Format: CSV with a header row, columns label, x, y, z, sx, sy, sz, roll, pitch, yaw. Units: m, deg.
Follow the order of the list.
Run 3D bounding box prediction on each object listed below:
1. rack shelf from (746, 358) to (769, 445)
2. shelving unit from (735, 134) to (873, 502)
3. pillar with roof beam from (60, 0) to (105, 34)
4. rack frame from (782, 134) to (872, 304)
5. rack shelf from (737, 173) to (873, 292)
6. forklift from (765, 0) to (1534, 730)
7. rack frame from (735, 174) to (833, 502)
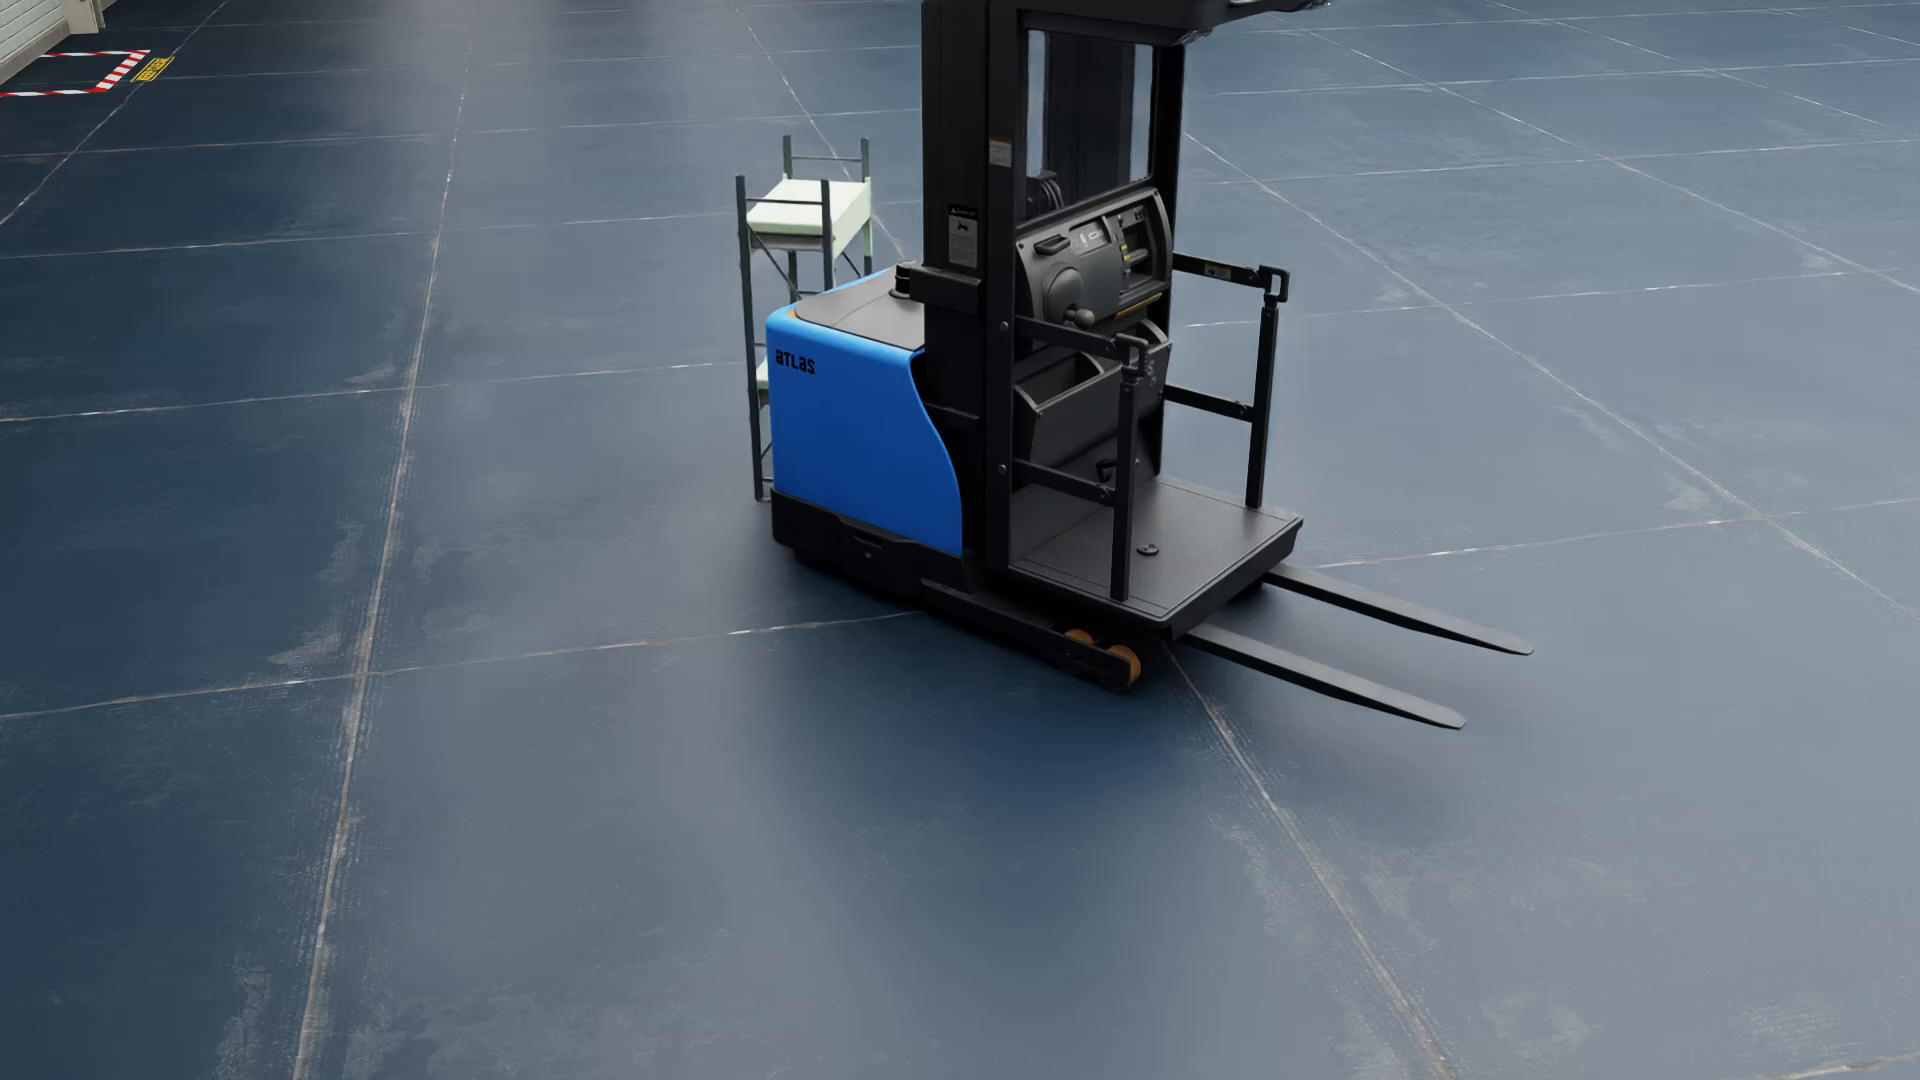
label,x,y,z,sx,sy,sz,roll,pitch,yaw
rack shelf,-0.675,-0.711,7.717,0.431,0.370,0.720,5,27,9
shelving unit,-0.675,-1.002,7.570,0.431,1.500,0.755,5,27,9
pillar with roof beam,-5.500,-10.110,17.294,9.100,9.000,0.400,-6,27,-12
rack frame,-0.611,-1.164,7.892,0.400,1.500,0.023,5,27,9
rack shelf,-0.675,-1.350,7.394,0.431,0.370,0.720,5,27,9
forklift,0.672,-1.022,6.022,3.031,2.935,1.130,19,33,33
rack frame,-0.738,-0.839,7.248,0.400,1.500,0.023,5,27,9
